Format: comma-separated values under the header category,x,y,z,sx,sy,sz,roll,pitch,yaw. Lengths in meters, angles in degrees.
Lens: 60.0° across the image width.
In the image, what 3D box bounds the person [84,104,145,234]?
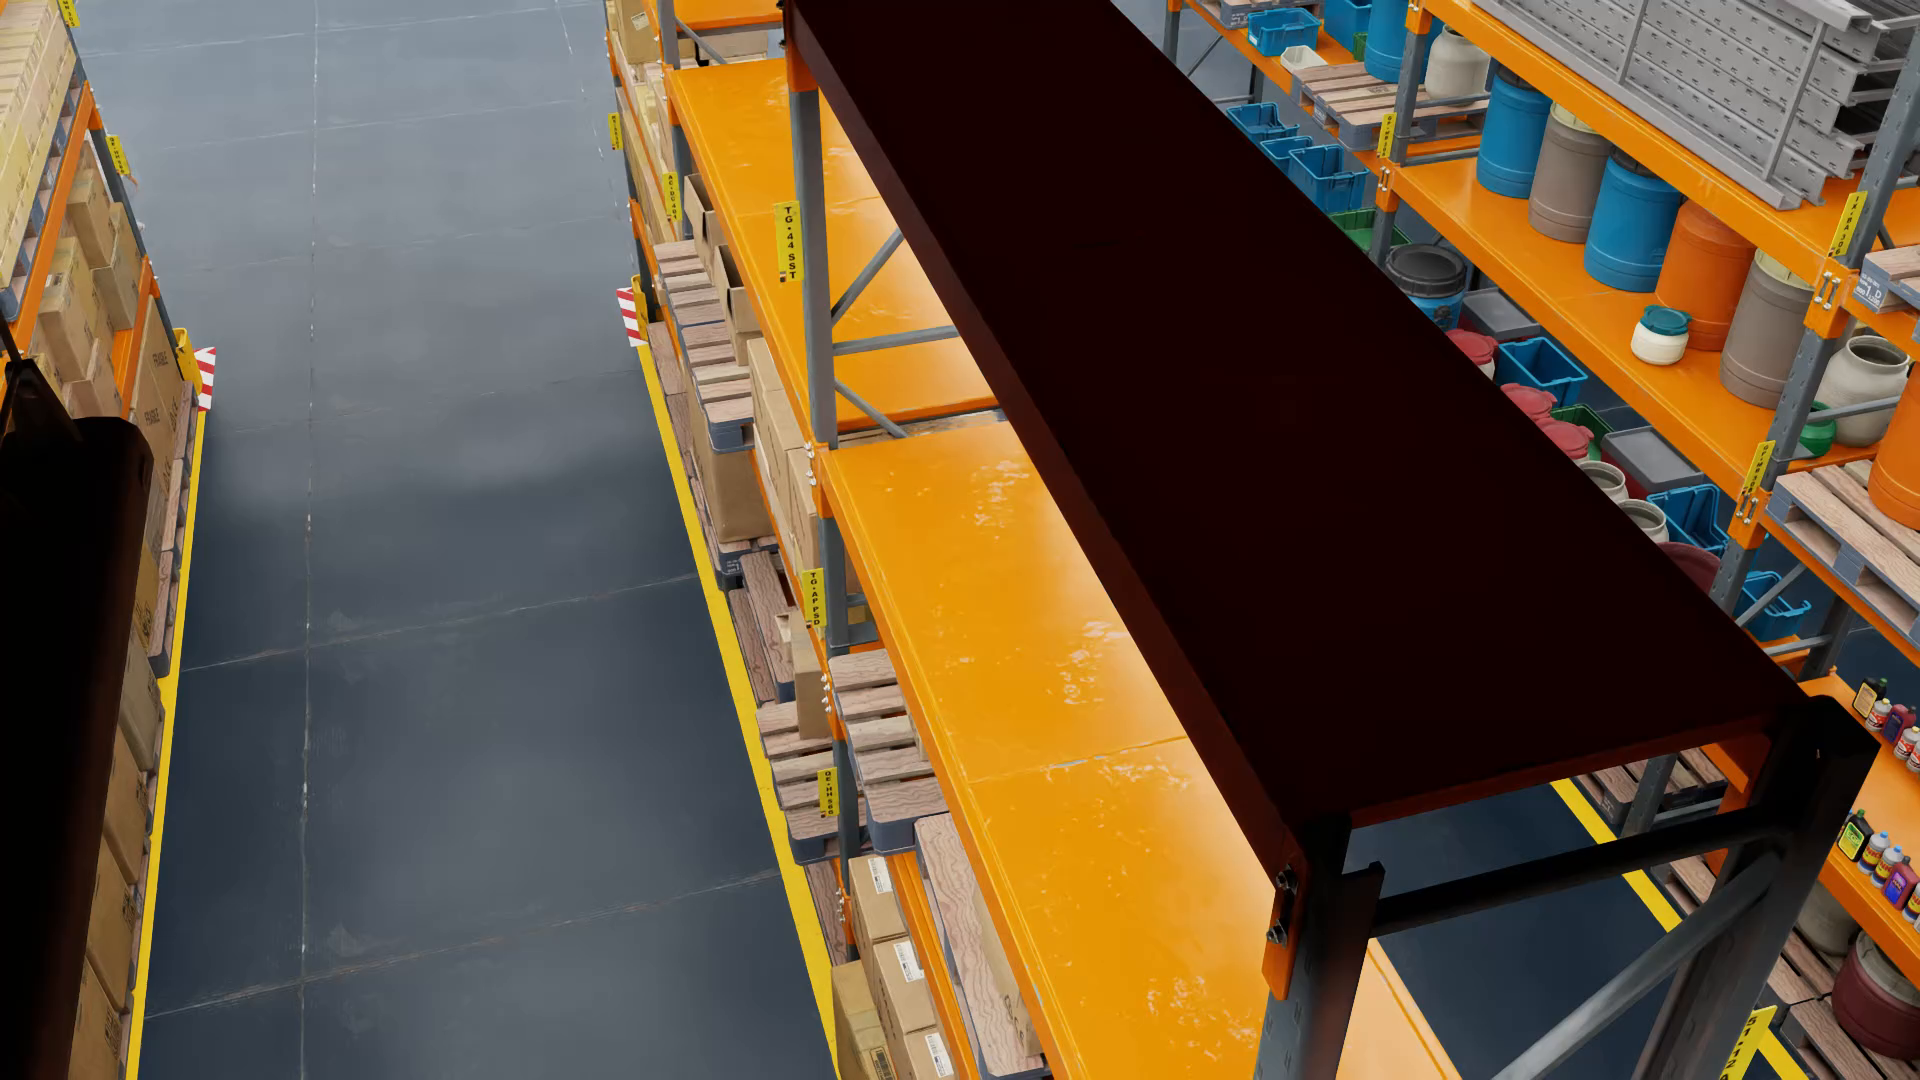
category,x,y,z,sx,sy,sz,roll,pitch,yaw
person,-8.170,-3.462,15.885,0.520,1.616,0.896,11,40,14
